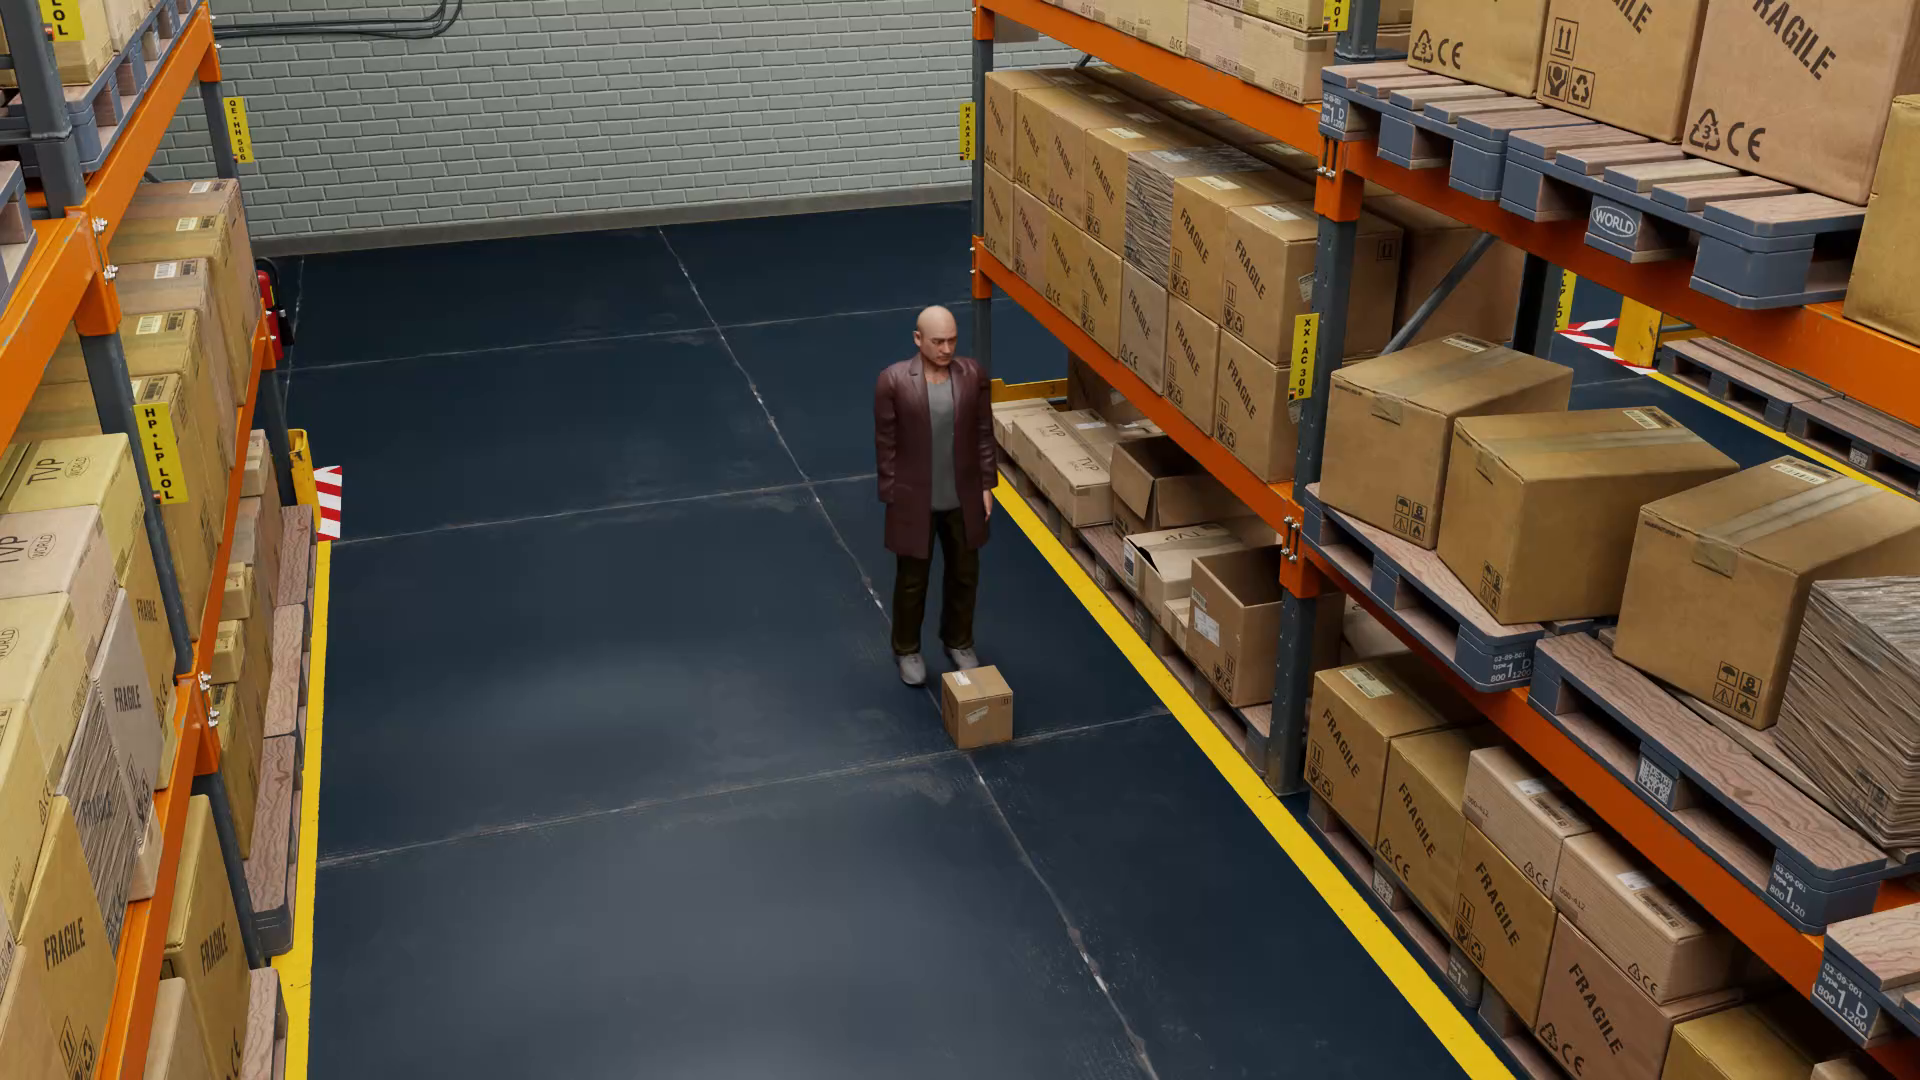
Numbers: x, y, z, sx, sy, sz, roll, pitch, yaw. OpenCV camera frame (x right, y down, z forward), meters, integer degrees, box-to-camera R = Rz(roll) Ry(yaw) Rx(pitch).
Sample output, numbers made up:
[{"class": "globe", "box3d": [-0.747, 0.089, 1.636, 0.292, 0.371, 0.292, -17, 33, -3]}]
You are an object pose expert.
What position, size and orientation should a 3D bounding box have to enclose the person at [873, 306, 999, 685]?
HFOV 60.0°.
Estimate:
[{"class": "person", "box3d": [-0.092, -0.197, 7.541, 0.562, 1.774, 0.378, -8, 27, -15]}]
